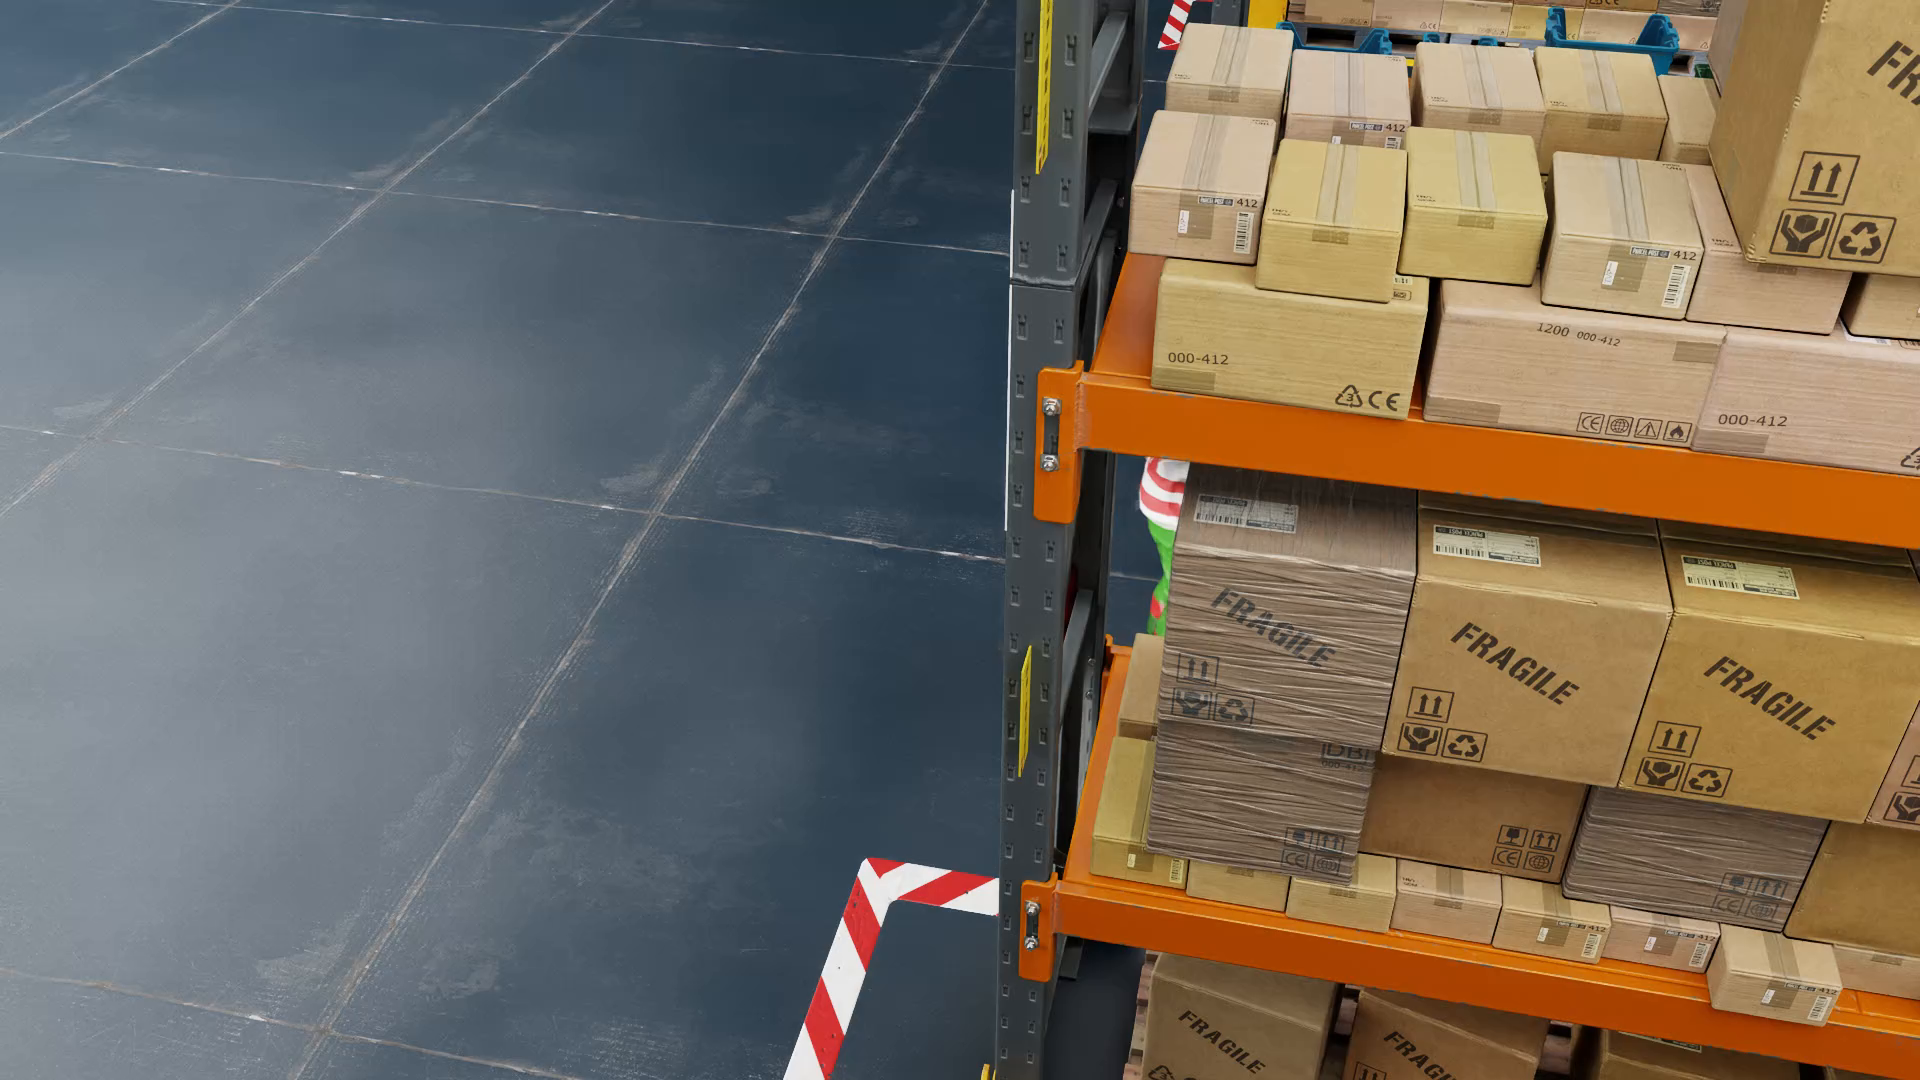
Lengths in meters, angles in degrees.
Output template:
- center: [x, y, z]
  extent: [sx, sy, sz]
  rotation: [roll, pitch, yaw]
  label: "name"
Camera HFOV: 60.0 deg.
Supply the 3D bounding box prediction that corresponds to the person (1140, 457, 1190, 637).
- center: [0.953, -0.128, 6.305]
  extent: [0.554, 1.784, 0.494]
  rotation: [8, 37, 11]
  label: "person"
